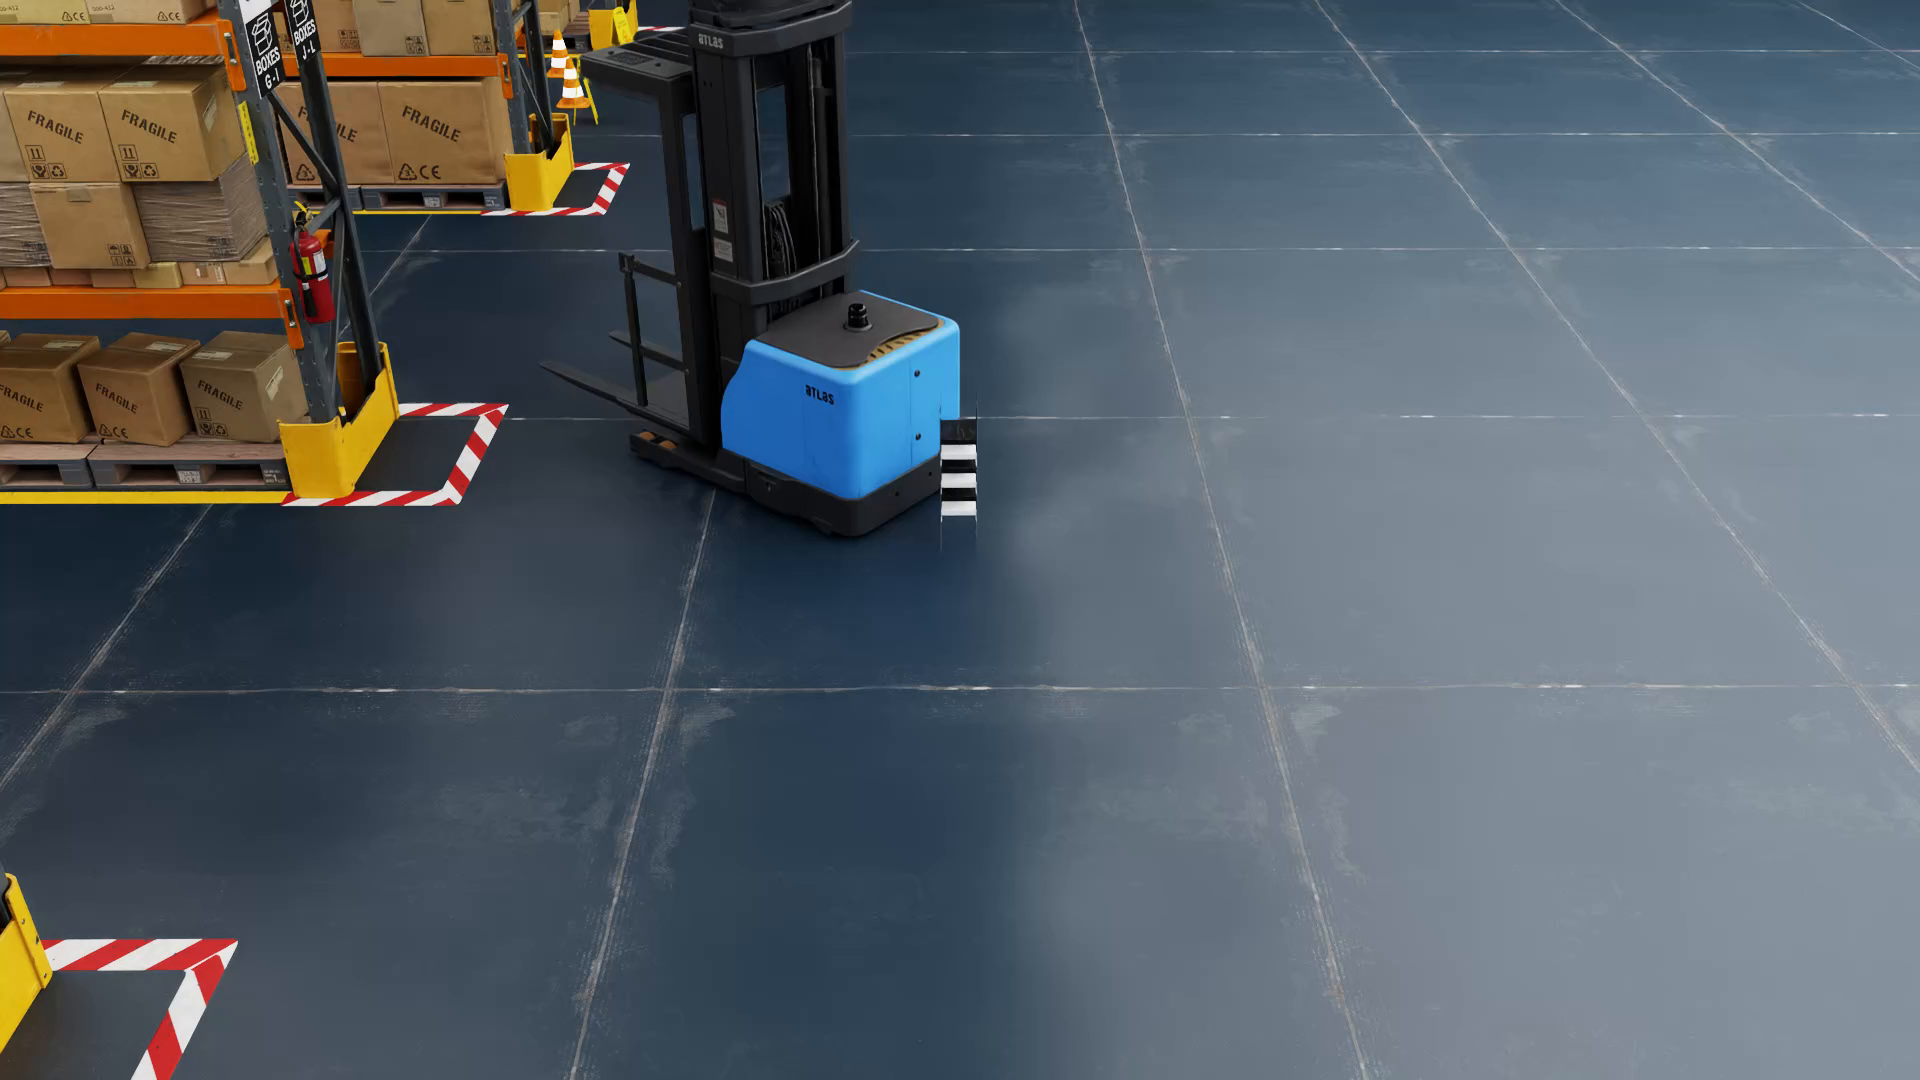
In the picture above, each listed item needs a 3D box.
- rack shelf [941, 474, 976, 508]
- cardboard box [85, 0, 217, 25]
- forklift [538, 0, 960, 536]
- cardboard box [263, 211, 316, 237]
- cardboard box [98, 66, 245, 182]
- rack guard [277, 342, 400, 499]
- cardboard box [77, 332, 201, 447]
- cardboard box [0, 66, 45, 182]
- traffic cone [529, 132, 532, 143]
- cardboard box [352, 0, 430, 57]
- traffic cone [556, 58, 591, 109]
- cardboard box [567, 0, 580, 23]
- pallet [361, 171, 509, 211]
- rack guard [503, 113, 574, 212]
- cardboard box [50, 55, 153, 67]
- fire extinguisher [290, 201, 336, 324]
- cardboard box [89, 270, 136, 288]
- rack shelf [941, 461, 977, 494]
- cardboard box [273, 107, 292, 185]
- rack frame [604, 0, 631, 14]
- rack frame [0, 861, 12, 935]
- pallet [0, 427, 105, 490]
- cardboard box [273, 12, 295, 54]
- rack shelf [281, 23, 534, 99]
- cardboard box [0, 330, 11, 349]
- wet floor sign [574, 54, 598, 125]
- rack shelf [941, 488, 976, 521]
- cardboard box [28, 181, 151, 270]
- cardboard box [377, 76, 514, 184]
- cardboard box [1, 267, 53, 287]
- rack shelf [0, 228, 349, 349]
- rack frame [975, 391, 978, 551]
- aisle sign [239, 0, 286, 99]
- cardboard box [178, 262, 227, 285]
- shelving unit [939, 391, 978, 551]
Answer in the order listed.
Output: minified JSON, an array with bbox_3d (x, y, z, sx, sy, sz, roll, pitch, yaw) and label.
[{"bbox_3d":[-0.008,-0.279,9.470,0.200,0.077,0.258,0,31,0],"label":"rack shelf"},{"bbox_3d":[-4.279,-2.922,8.817,0.500,0.250,0.500,1,31,1],"label":"cardboard box"},{"bbox_3d":[-1.451,-1.894,9.936,3.031,2.935,1.130,23,38,33],"label":"forklift"},{"bbox_3d":[-4.085,-1.853,10.043,0.250,0.149,0.380,0,31,0],"label":"cardboard box"},{"bbox_3d":[-4.347,-2.305,9.199,0.500,0.500,0.500,0,31,0],"label":"cardboard box"},{"bbox_3d":[-3.874,-0.768,10.423,0.348,0.500,1.175,0,31,0],"label":"rack guard"},{"bbox_3d":[-5.020,-0.935,10.294,0.500,0.500,0.500,8,32,13],"label":"cardboard box"},{"bbox_3d":[-5.347,-2.300,9.191,0.500,0.500,0.500,0,31,0],"label":"cardboard box"},{"bbox_3d":[-4.267,-4.061,15.886,0.334,0.463,0.336,0,31,0],"label":"traffic cone"},{"bbox_3d":[-4.648,-4.437,13.915,0.550,0.550,0.875,0,31,0],"label":"cardboard box"},{"bbox_3d":[-3.933,-4.648,16.853,0.334,0.463,0.336,0,31,0],"label":"traffic cone"},{"bbox_3d":[-4.666,-6.122,19.084,0.500,0.250,0.500,0,31,-1],"label":"cardboard box"},{"bbox_3d":[-4.526,-3.175,14.669,1.213,0.211,1.003,0,31,0],"label":"pallet"},{"bbox_3d":[-3.703,-3.342,14.665,0.348,0.500,1.175,0,31,0],"label":"rack guard"},{"bbox_3d":[-4.850,-2.576,9.646,0.500,0.500,0.500,0,31,0],"label":"cardboard box"},{"bbox_3d":[-3.681,-1.565,9.402,0.183,0.674,0.296,0,31,0],"label":"fire extinguisher"},{"bbox_3d":[-4.832,-1.601,9.628,0.250,0.149,0.380,0,31,0],"label":"cardboard box"},{"bbox_3d":[-0.008,-0.356,9.423,0.200,0.077,0.258,0,31,0],"label":"rack shelf"},{"bbox_3d":[-6.196,-3.639,14.389,0.875,0.875,0.875,0,31,0],"label":"cardboard box"},{"bbox_3d":[-3.858,-6.978,18.248,0.127,3.000,1.000,0,31,0],"label":"rack frame"},{"bbox_3d":[-3.768,0.732,5.541,0.127,3.000,1.000,0,31,0],"label":"rack frame"},{"bbox_3d":[-5.904,-0.658,10.521,1.213,0.211,1.003,0,31,0],"label":"pallet"},{"bbox_3d":[-5.738,-4.477,13.982,0.500,0.550,0.875,0,31,0],"label":"cardboard box"},{"bbox_3d":[-5.727,-4.096,14.193,4.000,0.370,1.077,0,31,0],"label":"rack shelf"},{"bbox_3d":[-6.205,-0.964,10.342,0.500,0.500,0.500,-3,31,-5],"label":"cardboard box"},{"bbox_3d":[-3.710,-4.431,16.320,0.232,0.644,0.267,-5,32,-9],"label":"wet floor sign"},{"bbox_3d":[-0.008,-0.202,9.516,0.200,0.077,0.258,0,31,0],"label":"rack shelf"},{"bbox_3d":[-4.848,-1.956,9.588,0.500,0.500,0.875,0,31,0],"label":"cardboard box"},{"bbox_3d":[-4.405,-3.645,14.399,0.875,0.875,0.875,0,31,0],"label":"cardboard box"},{"bbox_3d":[-5.332,-1.609,9.642,0.250,0.149,0.380,0,31,0],"label":"cardboard box"},{"bbox_3d":[-5.798,-1.523,9.952,4.000,0.370,1.077,0,31,0],"label":"rack shelf"},{"bbox_3d":[0.094,-0.385,9.406,0.006,0.900,0.240,0,31,0],"label":"rack frame"},{"bbox_3d":[-3.734,-2.793,8.845,0.004,0.787,0.394,0,31,0],"label":"aisle sign"},{"bbox_3d":[-4.332,-1.621,9.662,0.250,0.149,0.380,0,31,0],"label":"cardboard box"},{"bbox_3d":[-0.008,-0.385,9.406,0.210,0.900,0.258,0,31,0],"label":"shelving unit"}]
